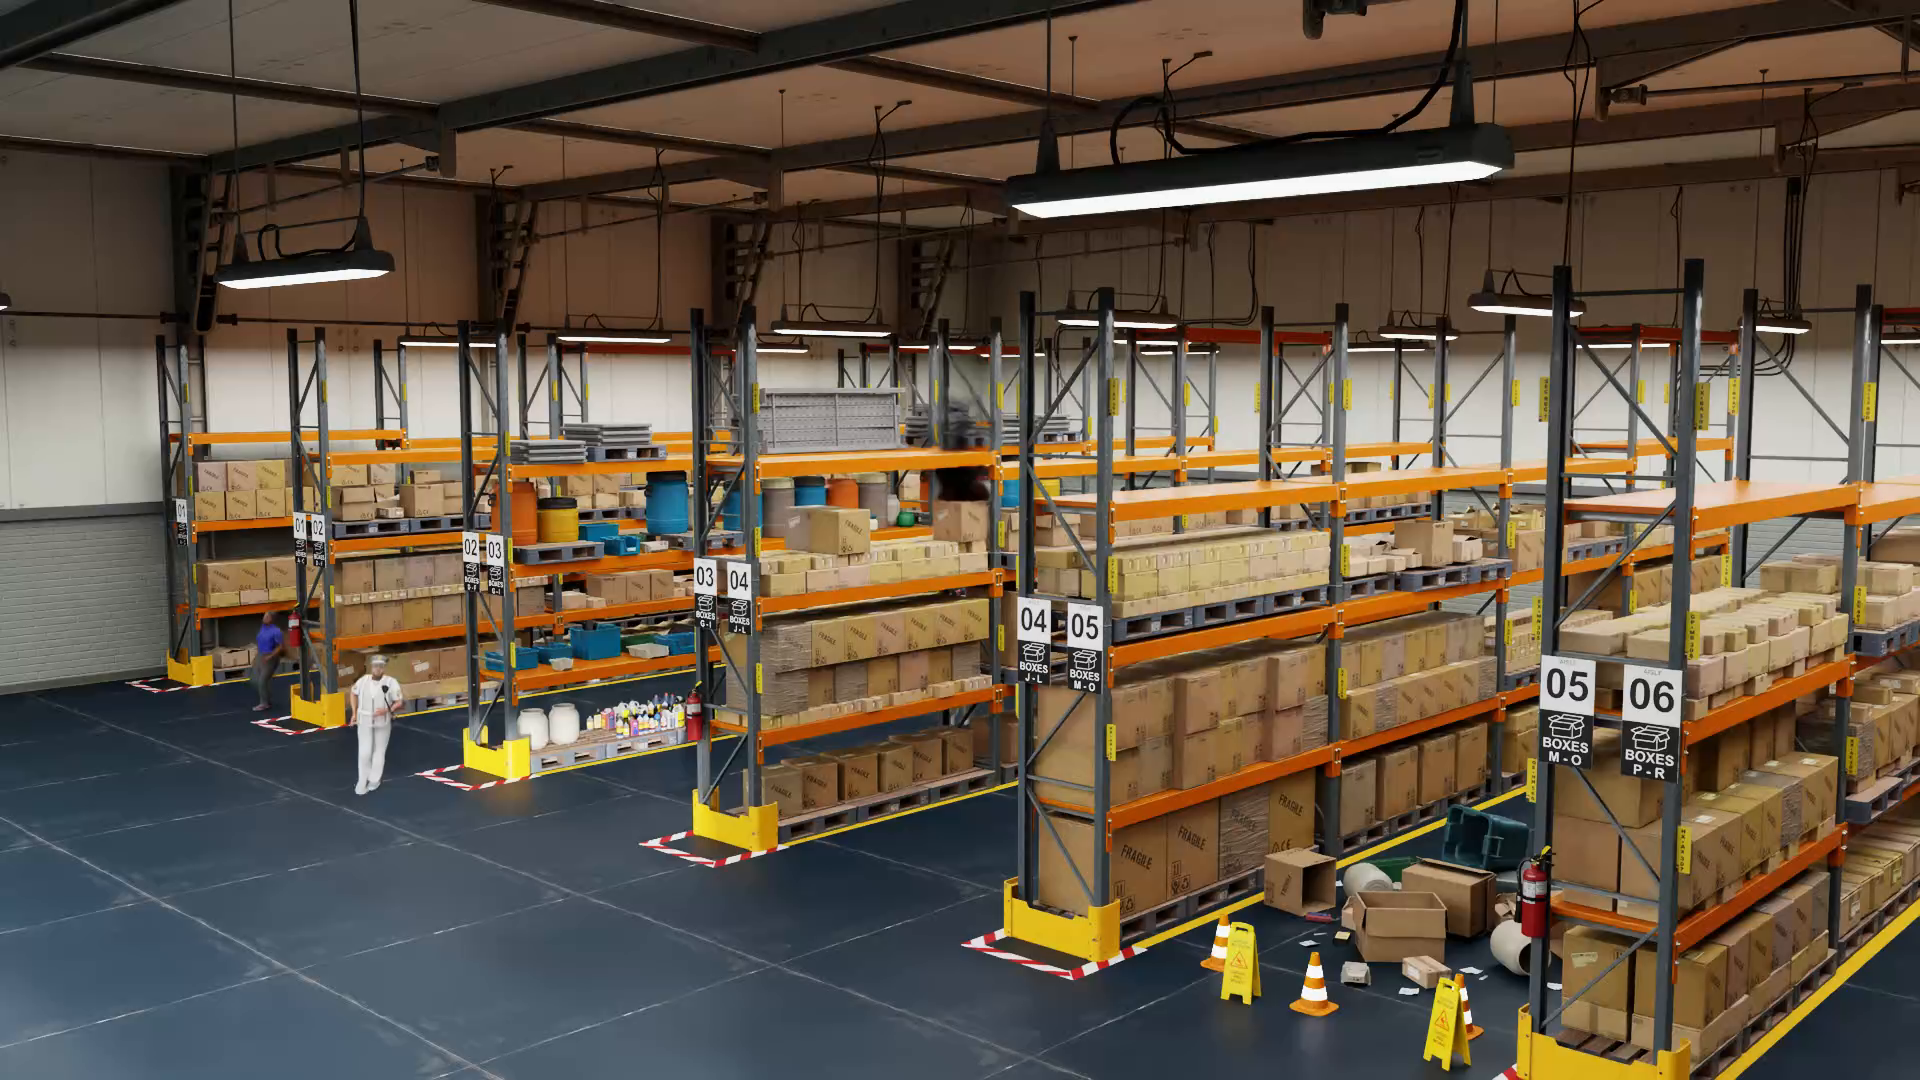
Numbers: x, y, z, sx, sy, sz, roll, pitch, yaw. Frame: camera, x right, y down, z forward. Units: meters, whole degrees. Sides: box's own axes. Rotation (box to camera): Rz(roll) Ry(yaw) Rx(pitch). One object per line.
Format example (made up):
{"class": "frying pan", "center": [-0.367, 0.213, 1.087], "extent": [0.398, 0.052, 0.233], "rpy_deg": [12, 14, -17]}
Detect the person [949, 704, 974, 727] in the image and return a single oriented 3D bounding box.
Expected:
{"class": "person", "center": [-0.038, 1.946, 24.933], "extent": [0.675, 1.790, 0.762], "rpy_deg": [3, 6, 28]}

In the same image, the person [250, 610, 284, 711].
{"class": "person", "center": [-10.955, 1.898, 26.355], "extent": [0.647, 1.601, 0.529], "rpy_deg": [2, 6, 24]}

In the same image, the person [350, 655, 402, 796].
{"class": "person", "center": [-7.372, 2.320, 20.991], "extent": [0.646, 1.759, 0.611], "rpy_deg": [-1, 6, -14]}
